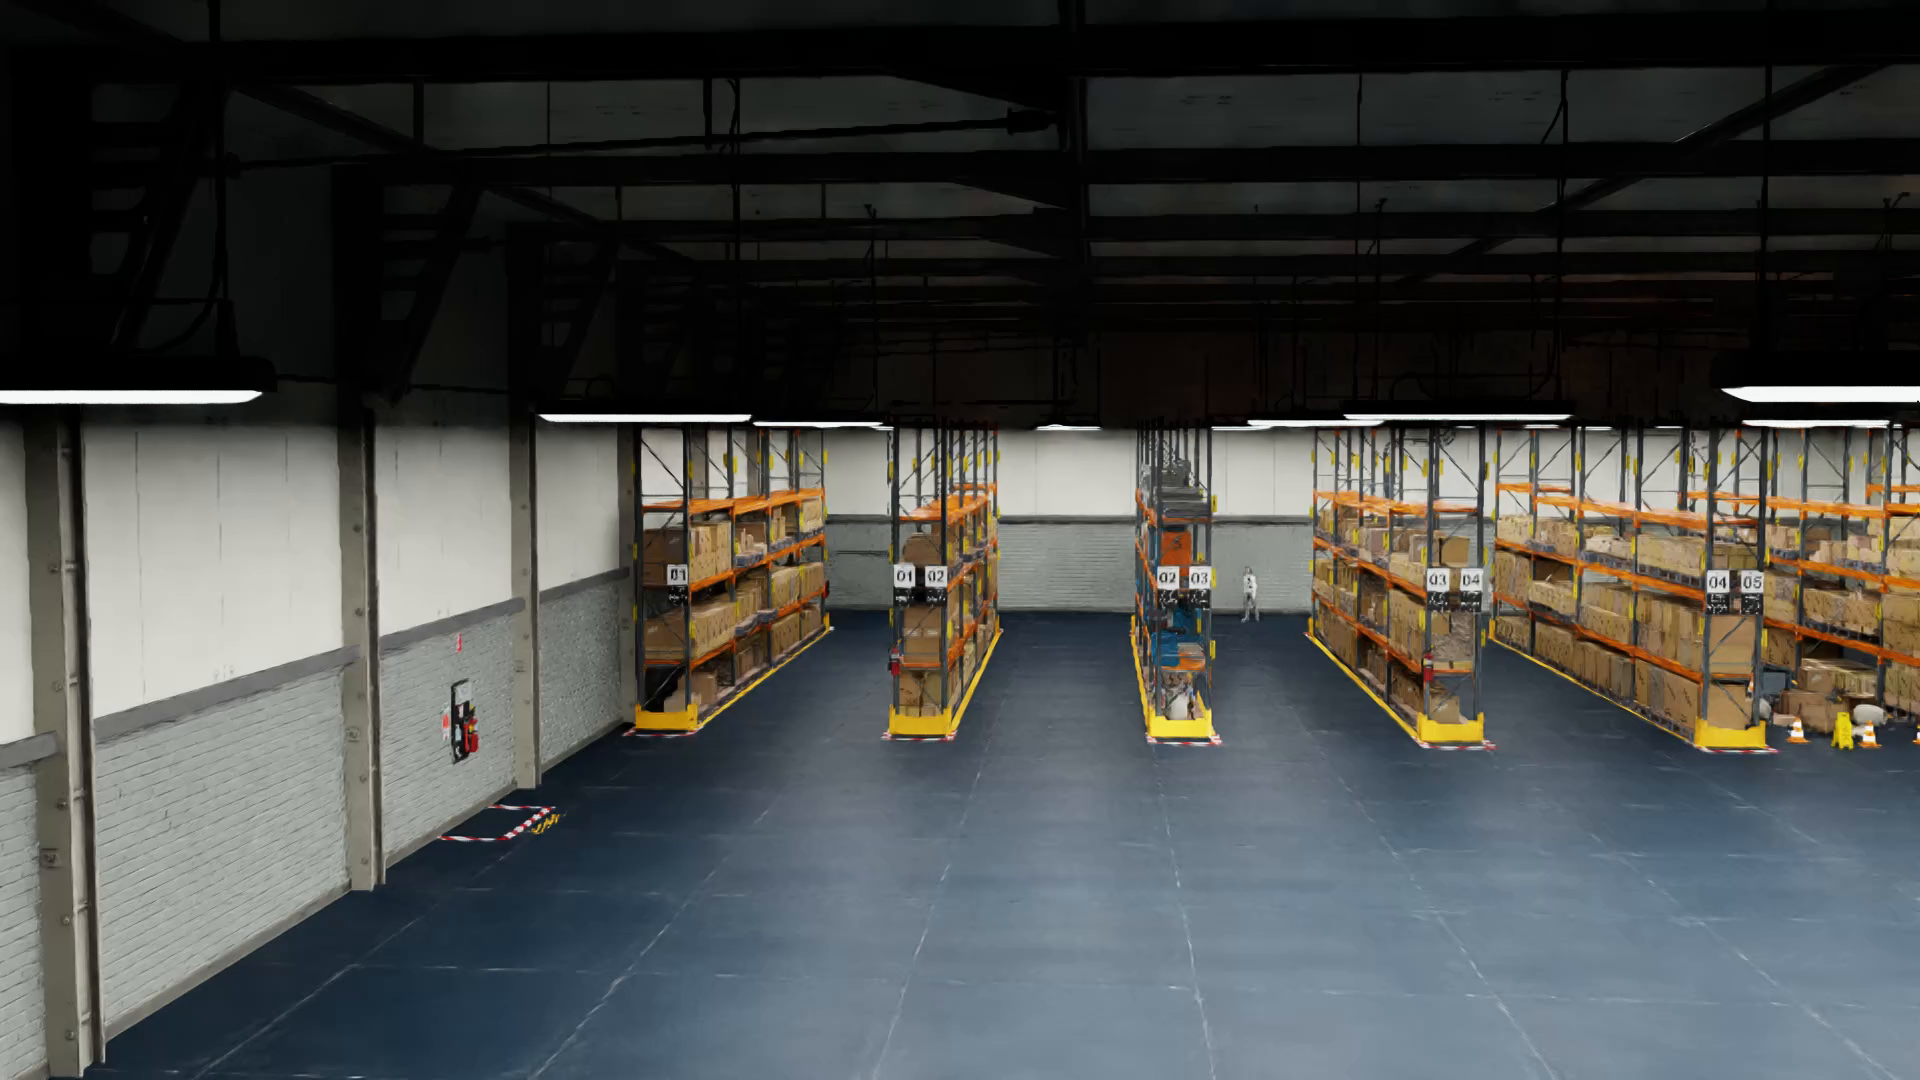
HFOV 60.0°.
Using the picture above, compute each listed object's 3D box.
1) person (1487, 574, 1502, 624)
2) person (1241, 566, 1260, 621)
[{"bbox_3d":[15.290,1.792,47.347,0.459,1.663,0.579,-2,4,-24],"label":"person"},{"bbox_3d":[8.791,1.617,50.283,0.568,1.661,0.507,-3,5,-38],"label":"person"}]
